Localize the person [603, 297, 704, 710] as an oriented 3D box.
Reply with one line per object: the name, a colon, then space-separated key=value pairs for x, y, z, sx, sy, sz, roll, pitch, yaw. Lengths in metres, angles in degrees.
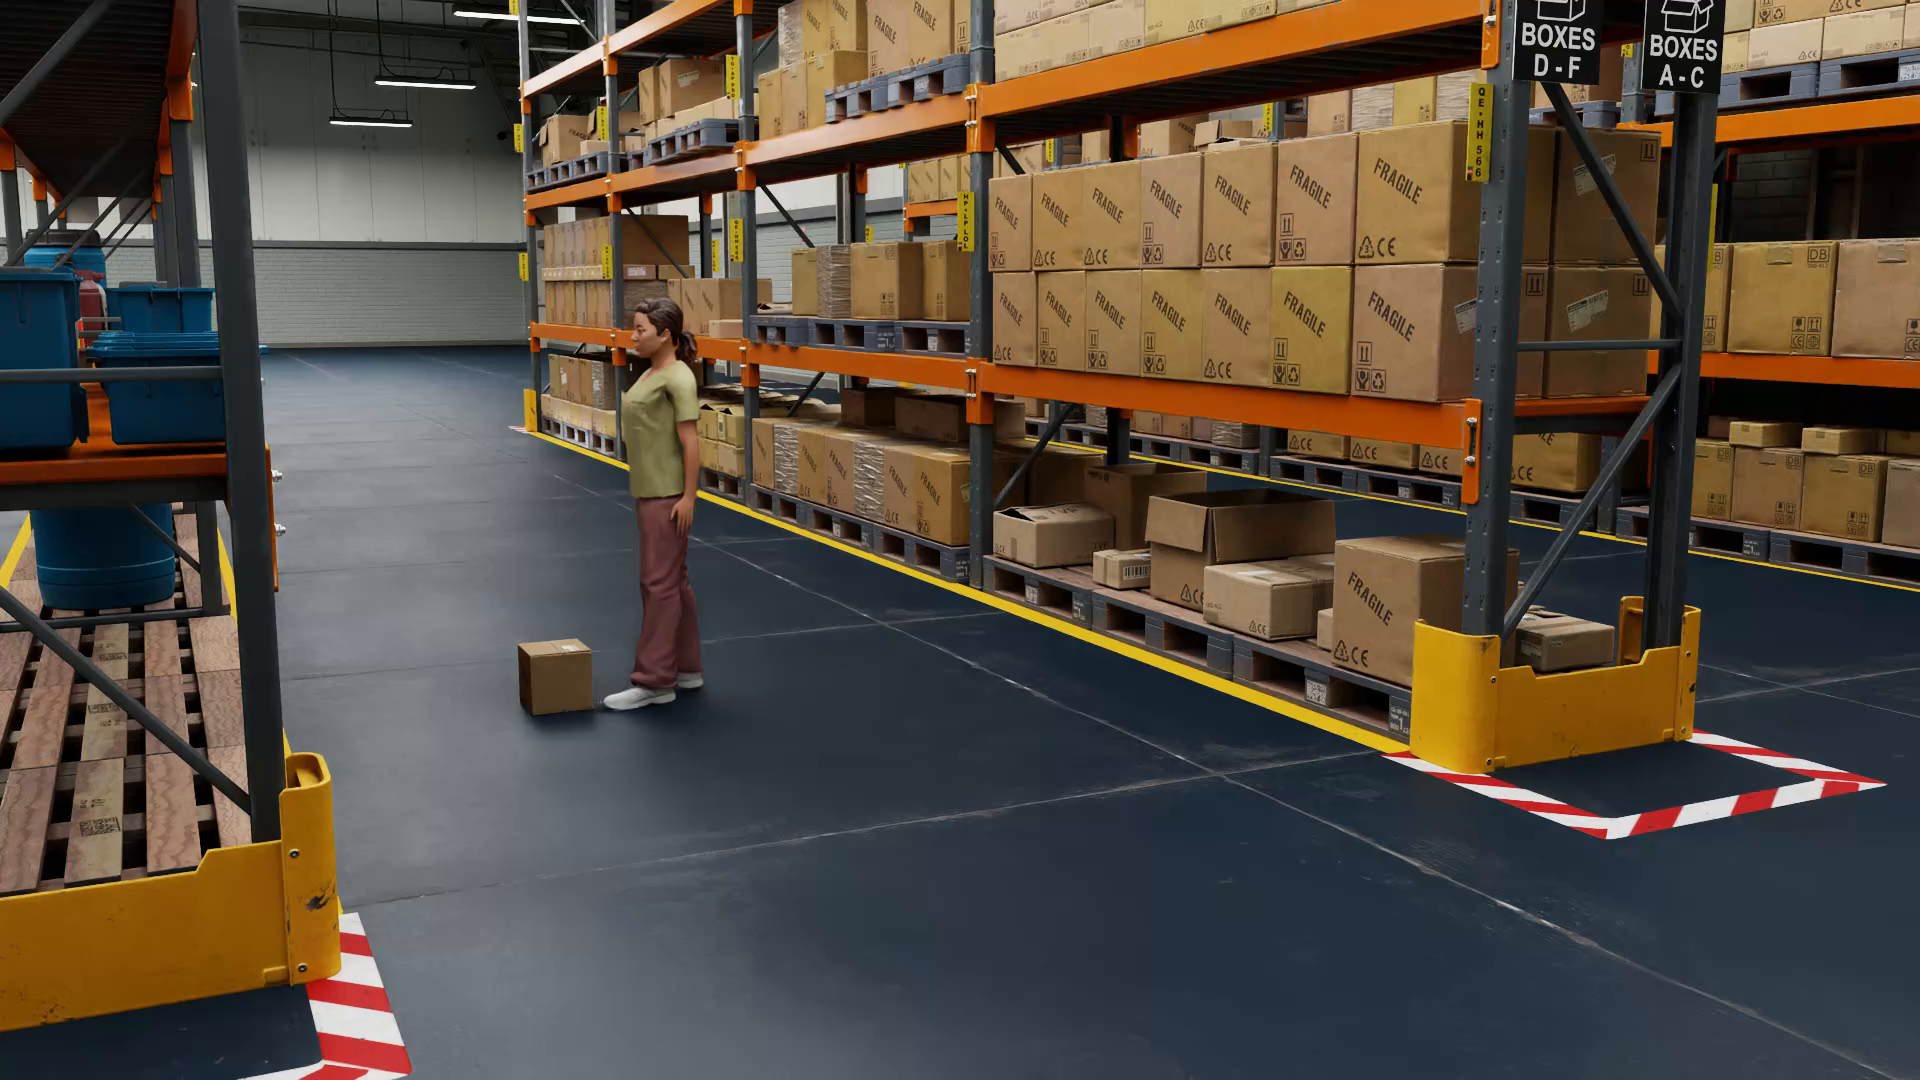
person: x=-1.308 y=-0.167 z=6.946 sx=0.494 sy=1.678 sz=0.456 roll=-4 pitch=10 yaw=-26
